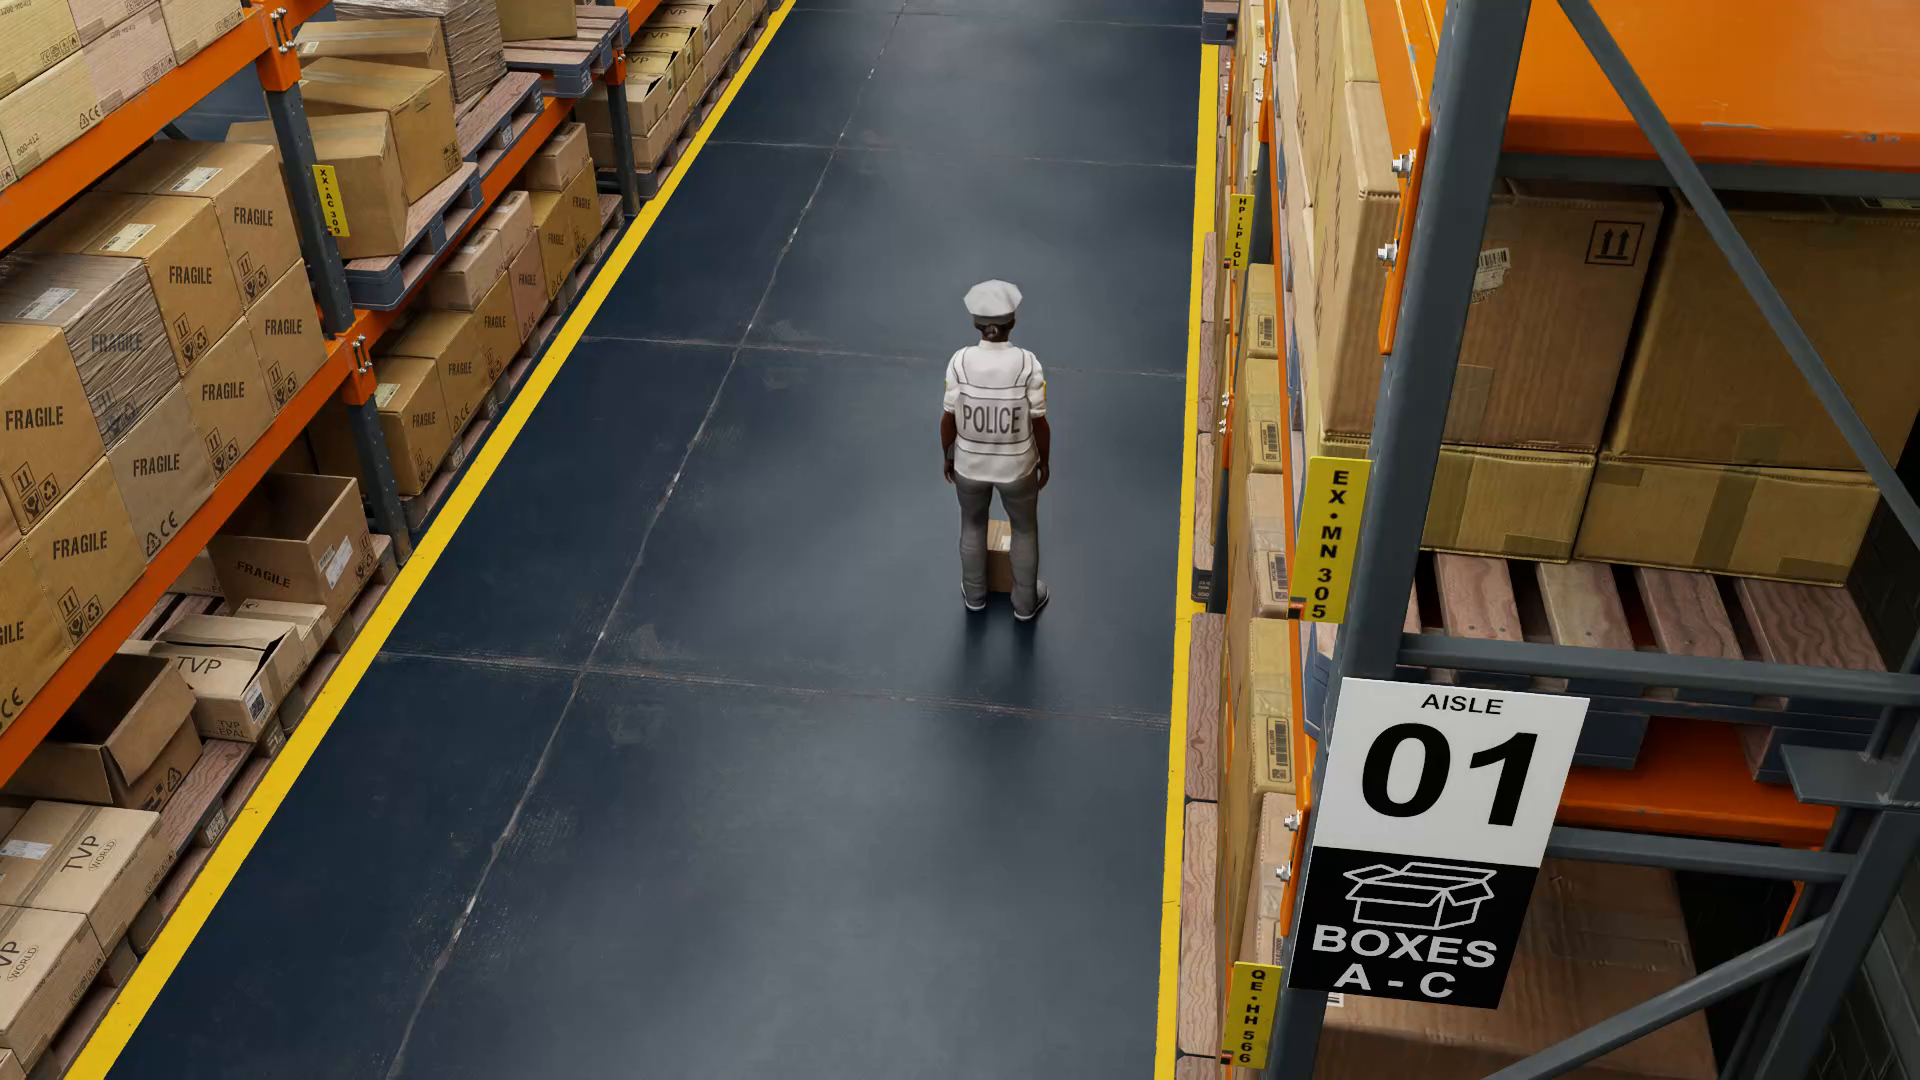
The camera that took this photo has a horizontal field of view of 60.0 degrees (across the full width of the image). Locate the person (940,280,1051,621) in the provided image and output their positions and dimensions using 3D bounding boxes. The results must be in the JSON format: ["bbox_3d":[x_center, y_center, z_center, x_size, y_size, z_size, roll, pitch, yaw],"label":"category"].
[{"bbox_3d":[0.168,-0.358,7.526,0.510,1.657,0.425,3,36,4],"label":"person"}]
